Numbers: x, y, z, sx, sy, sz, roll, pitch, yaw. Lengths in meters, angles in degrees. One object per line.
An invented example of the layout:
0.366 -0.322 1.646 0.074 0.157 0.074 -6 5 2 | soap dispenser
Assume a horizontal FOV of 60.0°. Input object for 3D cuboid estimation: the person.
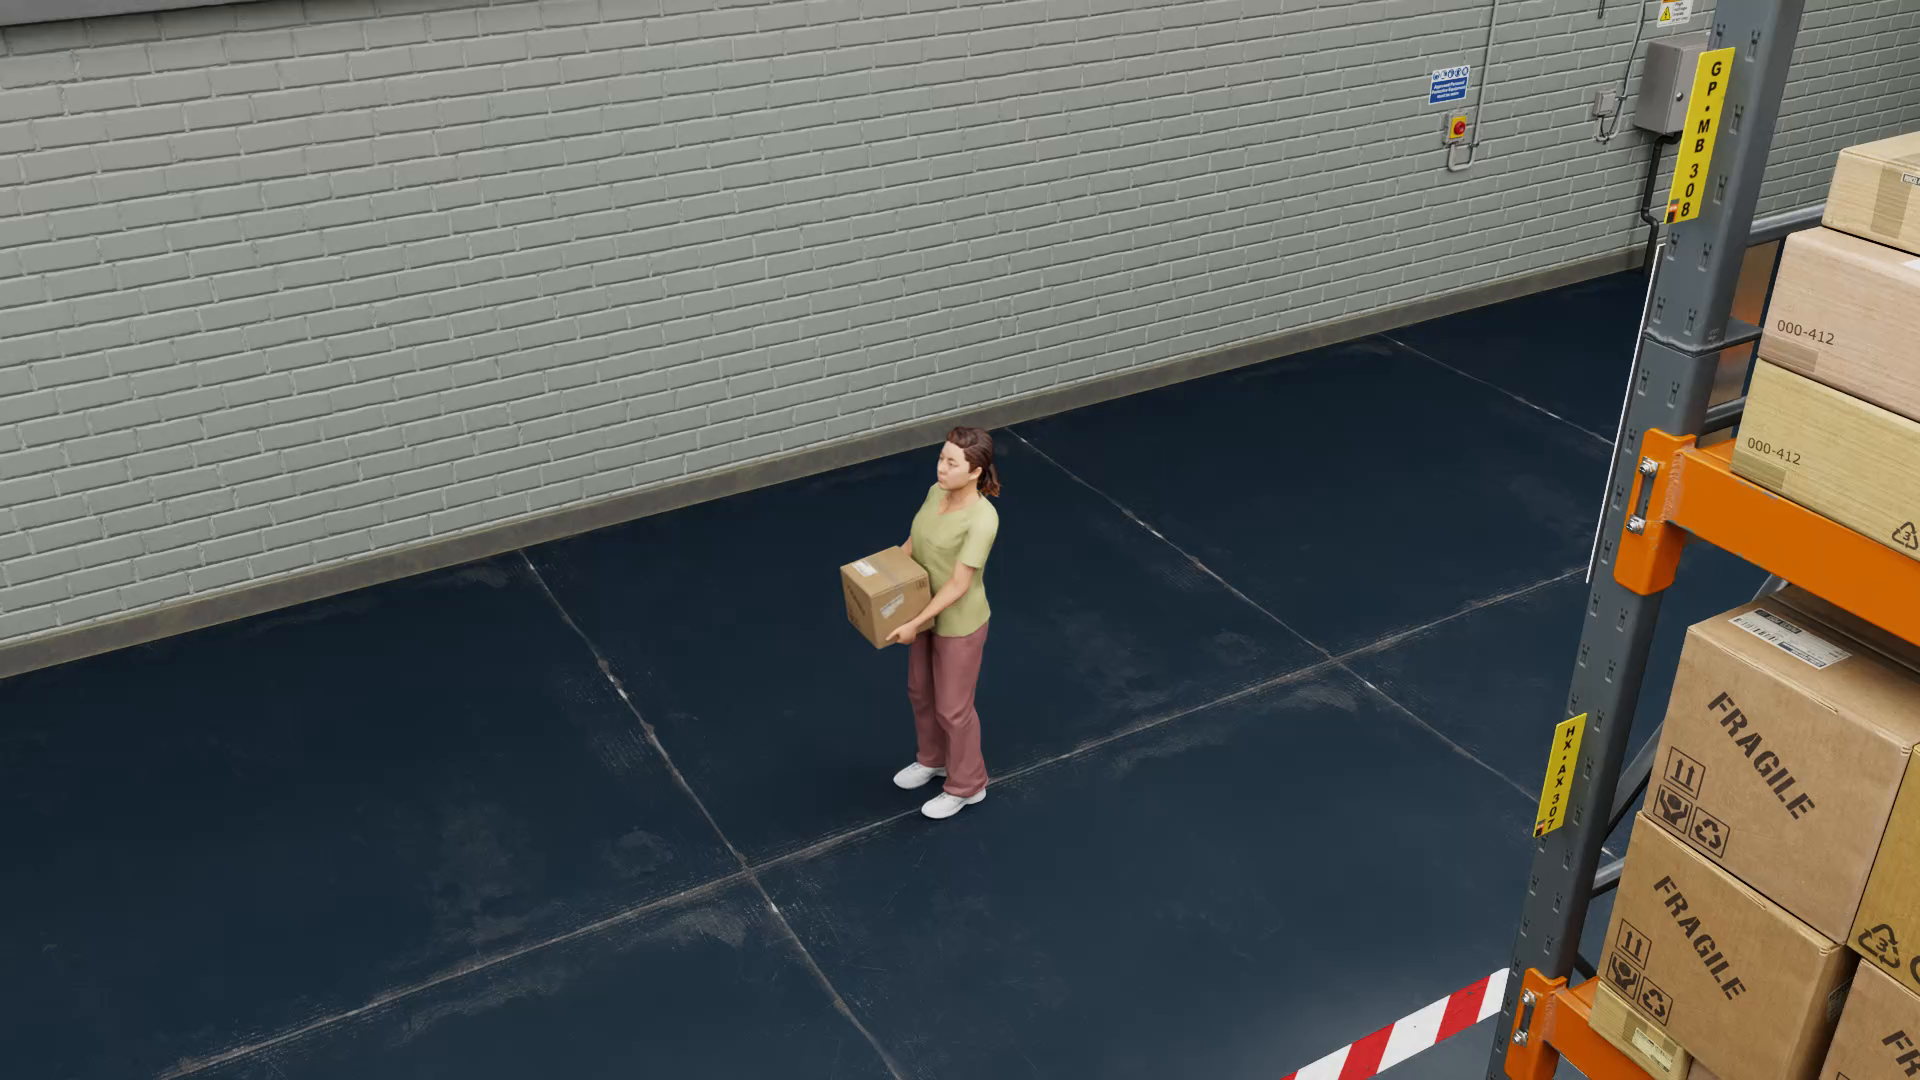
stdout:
-0.099 0.337 6.533 0.559 1.662 0.427 -16 33 -26 | person
